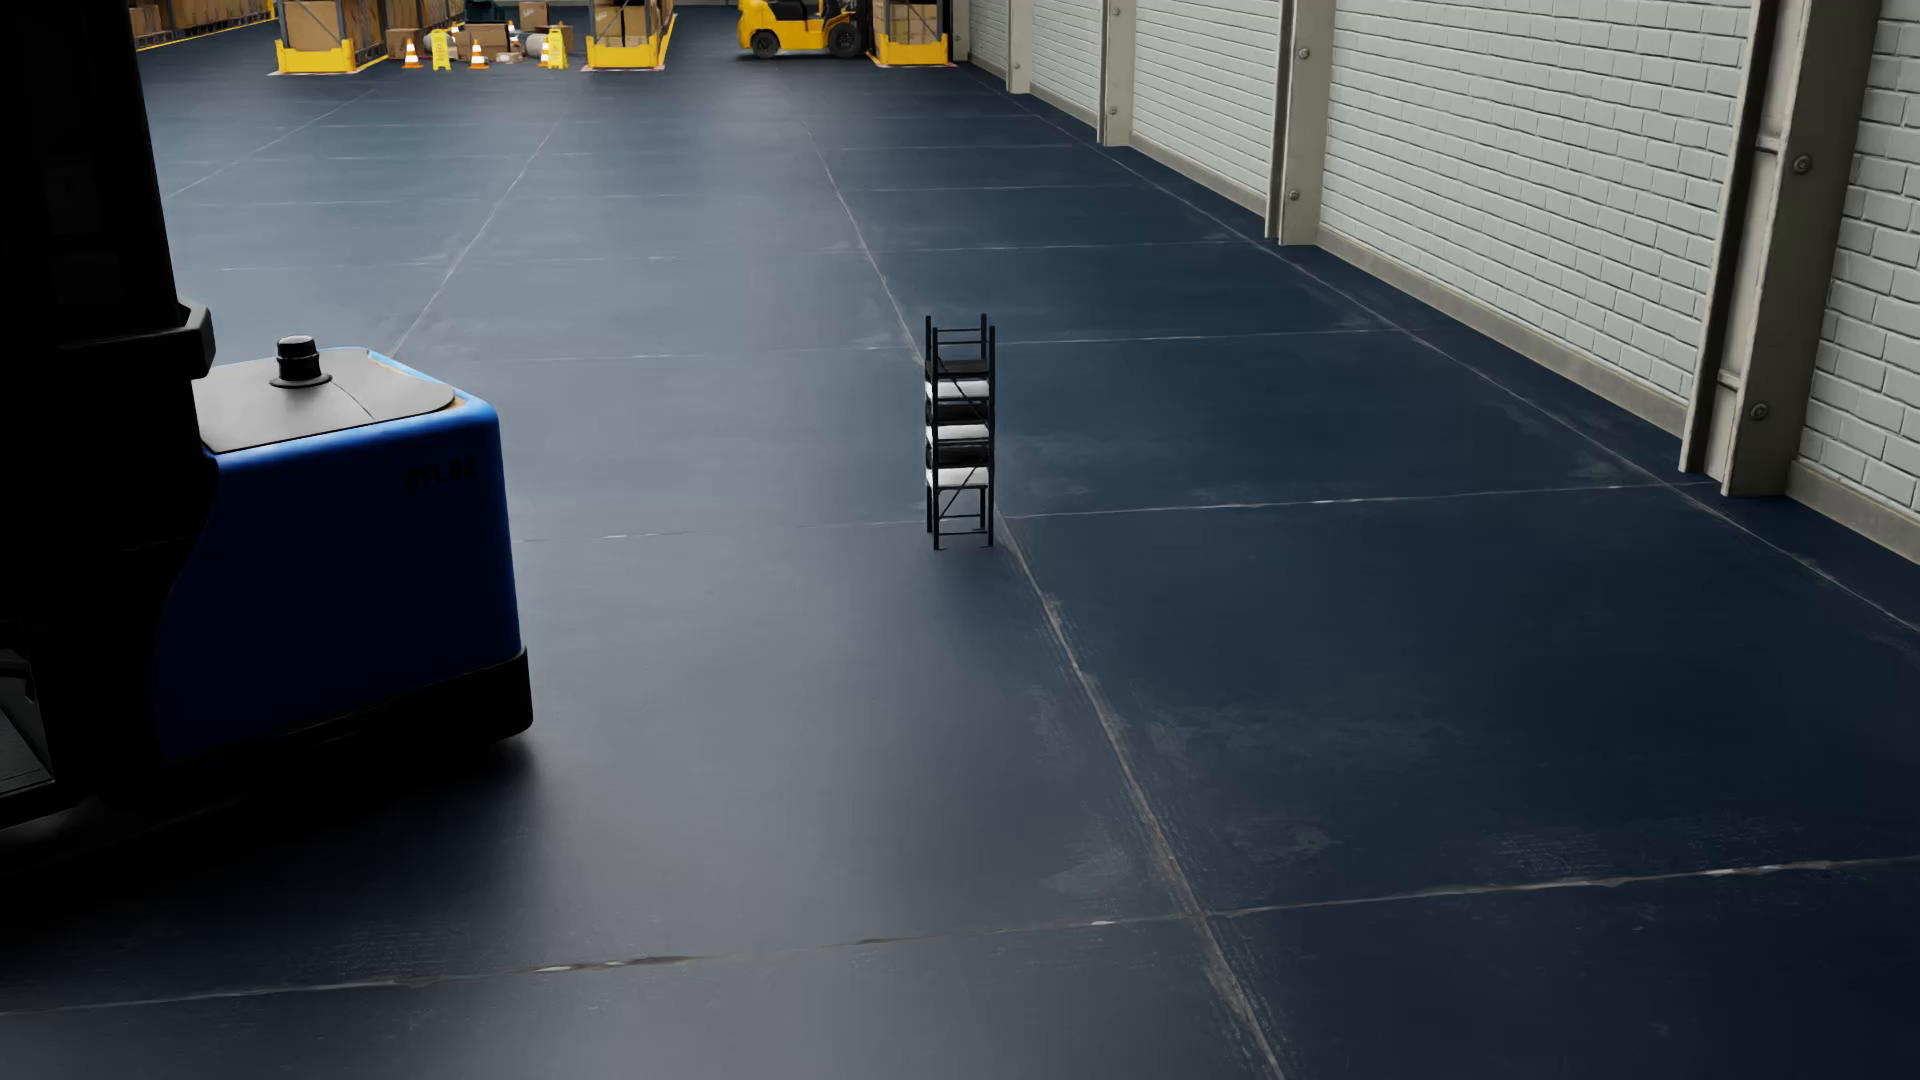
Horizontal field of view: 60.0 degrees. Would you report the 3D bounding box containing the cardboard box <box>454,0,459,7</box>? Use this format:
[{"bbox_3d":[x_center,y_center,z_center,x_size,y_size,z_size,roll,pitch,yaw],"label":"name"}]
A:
[{"bbox_3d":[-12.282,-12.898,40.010,0.380,0.149,0.250,-3,21,-8],"label":"cardboard box"}]

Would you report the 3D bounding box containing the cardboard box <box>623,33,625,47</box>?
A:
[{"bbox_3d":[-6.161,-8.794,29.303,0.500,0.250,0.500,-3,21,-8],"label":"cardboard box"}]

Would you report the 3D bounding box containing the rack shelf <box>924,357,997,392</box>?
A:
[{"bbox_3d":[-0.001,-0.646,6.483,0.258,0.077,0.200,-3,21,-8],"label":"rack shelf"}]

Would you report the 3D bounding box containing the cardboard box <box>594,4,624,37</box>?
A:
[{"bbox_3d":[-6.085,-8.963,28.685,0.500,0.500,0.500,-3,21,-7],"label":"cardboard box"}]

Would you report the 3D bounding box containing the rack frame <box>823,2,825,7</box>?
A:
[{"bbox_3d":[-3.106,-15.230,43.207,1.000,3.000,0.127,-3,21,-8],"label":"rack frame"}]

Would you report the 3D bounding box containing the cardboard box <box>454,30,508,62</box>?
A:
[{"bbox_3d":[-8.469,-8.750,29.424,0.637,0.503,0.797,17,27,39],"label":"cardboard box"}]

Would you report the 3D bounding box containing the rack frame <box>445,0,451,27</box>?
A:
[{"bbox_3d":[-12.325,-13.309,38.063,1.000,3.000,0.127,-3,21,-8],"label":"rack frame"}]

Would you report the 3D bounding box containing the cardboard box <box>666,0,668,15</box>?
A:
[{"bbox_3d":[-7.272,-12.585,38.560,0.875,0.875,0.875,-2,21,-6],"label":"cardboard box"}]

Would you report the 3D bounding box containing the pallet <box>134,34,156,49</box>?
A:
[{"bbox_3d":[-16.387,-9.711,32.414,1.003,0.211,1.213,-3,21,-8],"label":"pallet"}]

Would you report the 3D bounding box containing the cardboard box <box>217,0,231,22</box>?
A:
[{"bbox_3d":[-17.135,-12.075,37.195,1.225,0.875,0.875,-3,21,-8],"label":"cardboard box"}]

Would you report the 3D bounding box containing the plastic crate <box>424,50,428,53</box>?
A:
[{"bbox_3d":[-9.850,-9.255,31.145,0.450,0.188,0.662,-2,18,24],"label":"plastic crate"}]

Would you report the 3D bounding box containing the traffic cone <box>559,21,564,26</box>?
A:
[{"bbox_3d":[-7.852,-9.994,32.814,0.336,0.463,0.334,-3,21,-8],"label":"traffic cone"}]

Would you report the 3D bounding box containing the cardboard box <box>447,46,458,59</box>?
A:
[{"bbox_3d":[-9.101,-8.756,29.781,0.396,0.266,0.258,1,20,2],"label":"cardboard box"}]

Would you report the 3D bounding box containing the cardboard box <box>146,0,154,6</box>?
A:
[{"bbox_3d":[-16.544,-10.865,33.391,0.500,0.250,0.500,-2,21,-6],"label":"cardboard box"}]

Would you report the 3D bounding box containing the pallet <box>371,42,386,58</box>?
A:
[{"bbox_3d":[-11.139,-8.966,30.419,1.003,0.211,1.213,-3,21,-8],"label":"pallet"}]

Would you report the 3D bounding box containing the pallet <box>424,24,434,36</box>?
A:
[{"bbox_3d":[-11.859,-10.889,35.568,1.003,0.211,1.213,-3,21,-8],"label":"pallet"}]

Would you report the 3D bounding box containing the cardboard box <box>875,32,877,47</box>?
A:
[{"bbox_3d":[-1.242,-8.919,29.638,0.500,0.250,0.500,-3,21,-8],"label":"cardboard box"}]

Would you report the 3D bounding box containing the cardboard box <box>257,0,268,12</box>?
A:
[{"bbox_3d":[-17.652,-13.463,40.911,0.875,0.875,0.875,-3,21,-8],"label":"cardboard box"}]

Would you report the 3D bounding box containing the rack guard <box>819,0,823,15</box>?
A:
[{"bbox_3d":[-3.095,-14.033,43.574,1.175,0.500,0.348,-3,21,-8],"label":"rack guard"}]

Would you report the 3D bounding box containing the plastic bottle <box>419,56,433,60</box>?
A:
[{"bbox_3d":[-9.504,-8.611,29.684,0.283,0.061,0.133,-11,23,-26],"label":"plastic bottle"}]

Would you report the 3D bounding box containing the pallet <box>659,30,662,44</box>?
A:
[{"bbox_3d":[-6.580,-10.210,33.752,1.003,0.211,1.213,-3,21,-8],"label":"pallet"}]

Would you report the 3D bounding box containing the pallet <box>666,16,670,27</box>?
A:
[{"bbox_3d":[-7.255,-12.024,38.608,1.003,0.211,1.213,-3,21,-8],"label":"pallet"}]

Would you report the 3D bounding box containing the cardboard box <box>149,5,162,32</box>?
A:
[{"bbox_3d":[-16.554,-10.513,33.521,0.700,0.500,0.500,-4,21,-11],"label":"cardboard box"}]

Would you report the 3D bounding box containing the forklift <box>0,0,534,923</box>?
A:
[{"bbox_3d":[-2.734,-0.537,3.965,3.031,2.935,1.130,-17,26,-38],"label":"forklift"}]

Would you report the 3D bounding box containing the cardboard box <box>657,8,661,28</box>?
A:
[{"bbox_3d":[-6.793,-10.978,34.978,0.950,0.372,0.625,-4,21,-11],"label":"cardboard box"}]

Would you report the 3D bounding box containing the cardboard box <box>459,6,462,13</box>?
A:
[{"bbox_3d":[-12.362,-12.938,40.544,0.380,0.149,0.250,-3,21,-7],"label":"cardboard box"}]

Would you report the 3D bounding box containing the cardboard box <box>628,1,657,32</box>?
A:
[{"bbox_3d":[-5.702,-9.355,29.735,0.500,0.500,0.500,-3,21,-7],"label":"cardboard box"}]

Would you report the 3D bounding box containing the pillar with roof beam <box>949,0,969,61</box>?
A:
[{"bbox_3d":[-4.268,-12.570,27.511,9.100,9.000,0.400,-3,21,-8],"label":"pillar with roof beam"}]

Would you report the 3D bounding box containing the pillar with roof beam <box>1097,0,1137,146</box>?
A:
[{"bbox_3d":[-2.538,-8.416,16.387,9.100,9.000,0.400,-3,21,-8],"label":"pillar with roof beam"}]

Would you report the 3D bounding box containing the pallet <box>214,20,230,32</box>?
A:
[{"bbox_3d":[-17.061,-11.524,37.270,1.003,0.211,1.213,-3,21,-8],"label":"pallet"}]

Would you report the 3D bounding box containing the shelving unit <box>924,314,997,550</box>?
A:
[{"bbox_3d":[-0.001,-0.424,6.566,0.258,0.900,0.210,-3,21,-8],"label":"shelving unit"}]

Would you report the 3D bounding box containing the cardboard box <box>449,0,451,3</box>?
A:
[{"bbox_3d":[-12.150,-12.677,38.995,0.380,0.149,0.250,-2,21,-5],"label":"cardboard box"}]

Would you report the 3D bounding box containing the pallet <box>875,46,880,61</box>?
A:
[{"bbox_3d":[-0.951,-8.647,29.566,1.003,0.211,1.213,-3,21,-8],"label":"pallet"}]

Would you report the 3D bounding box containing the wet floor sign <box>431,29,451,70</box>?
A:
[{"bbox_3d":[-8.631,-8.141,27.592,0.267,0.644,0.232,-7,21,-17],"label":"wet floor sign"}]

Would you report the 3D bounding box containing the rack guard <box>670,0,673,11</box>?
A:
[{"bbox_3d":[-8.021,-13.816,42.993,1.175,0.500,0.348,-3,21,-8],"label":"rack guard"}]

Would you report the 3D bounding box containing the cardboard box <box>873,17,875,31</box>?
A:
[{"bbox_3d":[-1.336,-9.338,30.046,0.500,0.250,0.500,-3,21,-9],"label":"cardboard box"}]

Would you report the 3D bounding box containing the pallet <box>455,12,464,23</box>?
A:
[{"bbox_3d":[-12.636,-12.657,40.302,1.003,0.211,1.213,-3,21,-8],"label":"pallet"}]

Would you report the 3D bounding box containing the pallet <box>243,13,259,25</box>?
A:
[{"bbox_3d":[-17.459,-12.478,39.824,1.003,0.211,1.213,-3,21,-8],"label":"pallet"}]

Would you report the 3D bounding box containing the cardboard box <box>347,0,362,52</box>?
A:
[{"bbox_3d":[-10.887,-8.892,28.672,0.875,0.875,0.875,-3,21,-9],"label":"cardboard box"}]

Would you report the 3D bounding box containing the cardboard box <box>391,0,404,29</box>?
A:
[{"bbox_3d":[-11.485,-10.227,32.425,1.050,0.750,0.750,-3,21,-8],"label":"cardboard box"}]

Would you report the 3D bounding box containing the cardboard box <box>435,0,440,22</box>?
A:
[{"bbox_3d":[-11.825,-11.736,36.823,0.500,0.500,0.500,-3,21,-9],"label":"cardboard box"}]

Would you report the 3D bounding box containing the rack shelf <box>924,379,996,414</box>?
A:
[{"bbox_3d":[-0.001,-0.562,6.515,0.258,0.077,0.200,-3,21,-8],"label":"rack shelf"}]
